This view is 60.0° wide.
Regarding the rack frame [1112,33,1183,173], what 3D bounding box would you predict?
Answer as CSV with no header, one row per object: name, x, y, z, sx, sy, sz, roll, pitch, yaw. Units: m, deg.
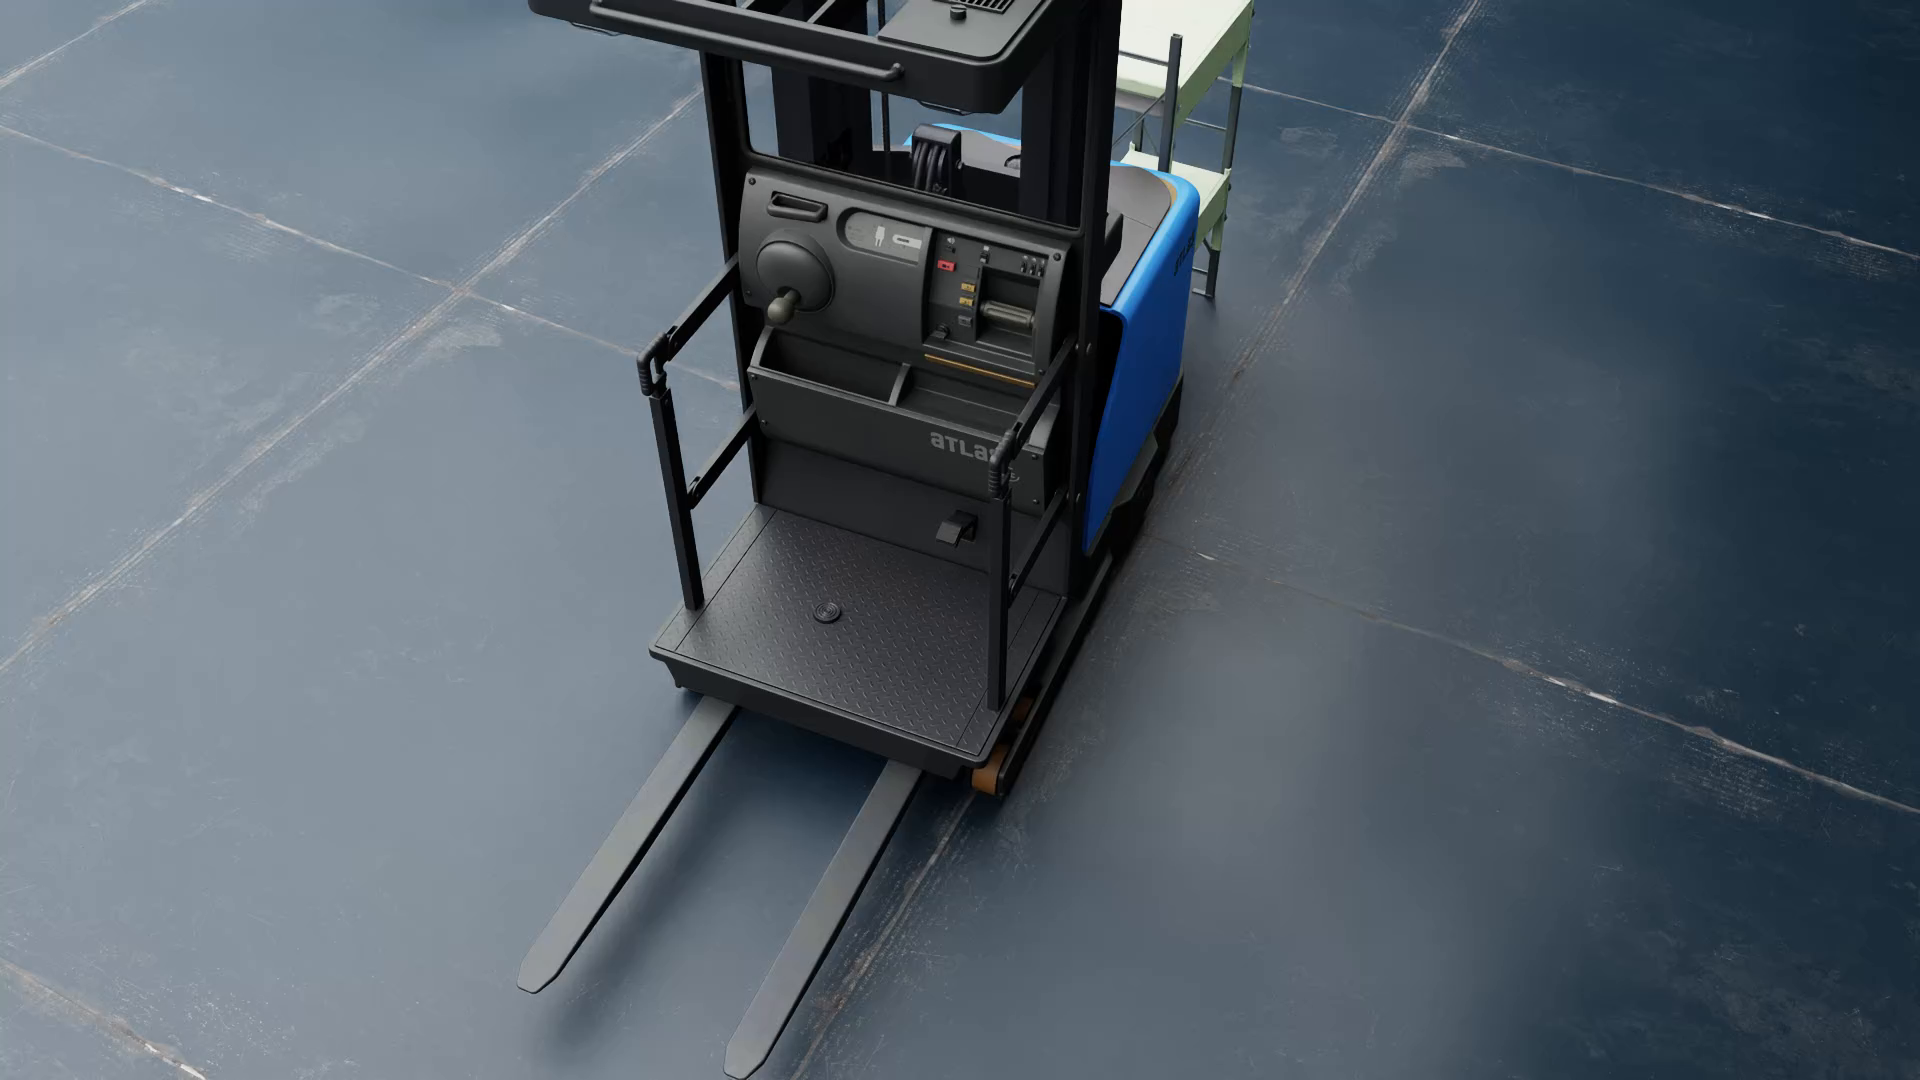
rack frame,0.515,-1.109,5.792,0.400,1.500,0.023,20,49,19

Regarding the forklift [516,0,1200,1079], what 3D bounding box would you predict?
forklift,-0.247,-0.618,4.300,1.130,2.935,3.031,17,48,16

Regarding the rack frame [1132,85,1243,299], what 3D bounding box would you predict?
rack frame,0.846,-1.574,6.251,0.400,1.500,0.023,20,49,19

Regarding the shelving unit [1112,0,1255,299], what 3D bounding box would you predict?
shelving unit,0.681,-1.341,6.021,0.431,1.500,0.755,20,49,19

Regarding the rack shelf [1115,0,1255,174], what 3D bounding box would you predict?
rack shelf,0.681,-1.616,5.744,0.431,0.370,0.720,20,49,19

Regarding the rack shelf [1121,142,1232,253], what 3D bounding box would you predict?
rack shelf,0.681,-1.112,6.253,0.431,0.370,0.720,20,49,19
